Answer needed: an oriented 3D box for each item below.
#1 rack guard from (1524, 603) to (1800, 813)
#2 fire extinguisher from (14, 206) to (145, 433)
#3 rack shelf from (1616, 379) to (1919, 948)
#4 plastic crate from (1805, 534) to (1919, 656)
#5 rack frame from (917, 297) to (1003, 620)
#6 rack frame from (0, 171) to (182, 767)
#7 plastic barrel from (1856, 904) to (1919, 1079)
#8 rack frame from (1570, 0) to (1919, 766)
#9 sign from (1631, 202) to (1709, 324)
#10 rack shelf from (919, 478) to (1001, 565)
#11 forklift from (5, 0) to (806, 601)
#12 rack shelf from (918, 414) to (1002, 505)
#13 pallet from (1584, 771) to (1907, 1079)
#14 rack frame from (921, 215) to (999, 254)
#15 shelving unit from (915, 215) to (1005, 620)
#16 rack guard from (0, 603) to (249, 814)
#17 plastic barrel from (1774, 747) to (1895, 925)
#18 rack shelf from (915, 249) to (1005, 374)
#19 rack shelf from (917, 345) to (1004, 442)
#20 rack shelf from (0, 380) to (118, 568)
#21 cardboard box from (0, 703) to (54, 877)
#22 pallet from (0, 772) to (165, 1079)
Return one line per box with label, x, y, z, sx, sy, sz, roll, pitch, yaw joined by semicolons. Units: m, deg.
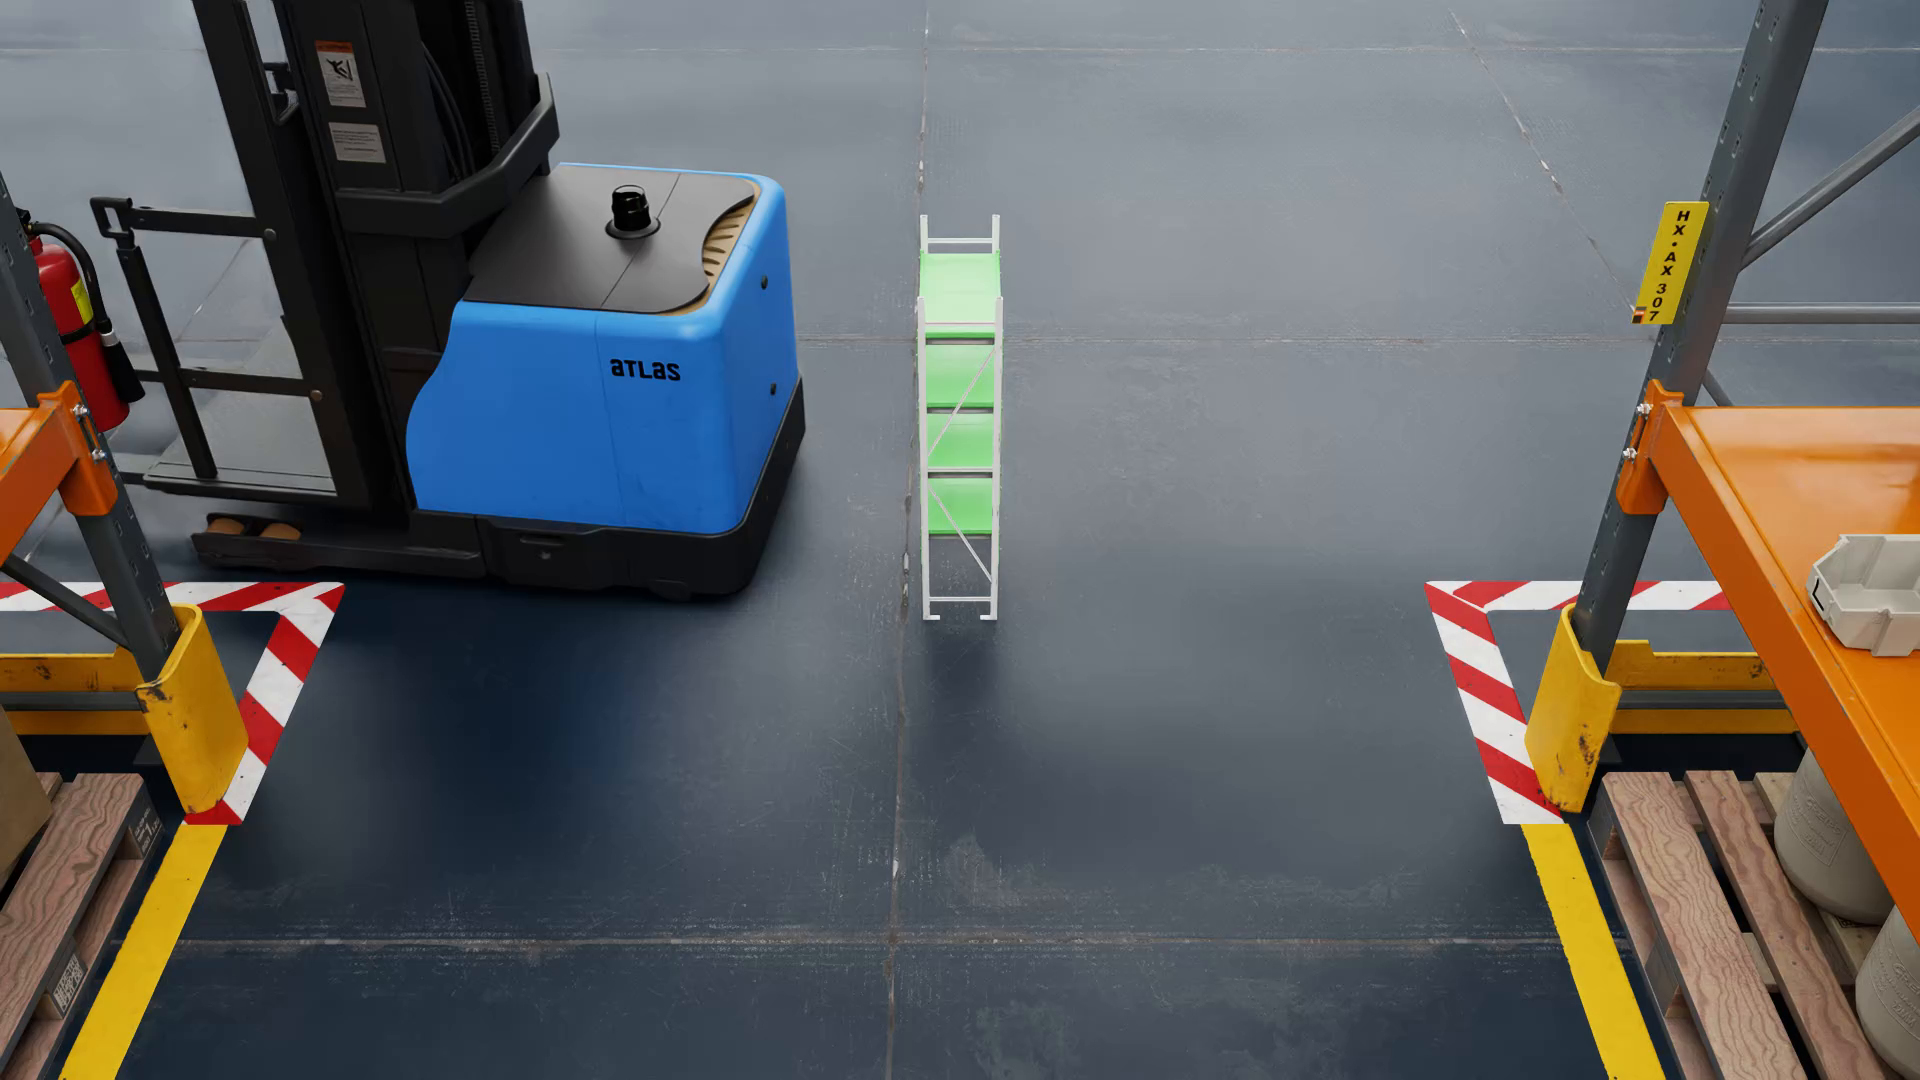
rack guard;2.280;0.480;4.752;1.175;0.500;0.348;0;39;0
fire extinguisher;-2.259;-0.581;4.139;0.296;0.674;0.183;0;39;0
rack shelf;2.235;0.988;2.694;1.077;0.370;4.000;0;39;0
plastic crate;1.912;0.119;3.413;0.298;0.136;0.250;0;39;0
rack frame;0.000;-0.212;5.055;0.240;1.200;0.015;0;39;0
rack frame;-2.720;-0.540;4.025;1.000;3.000;0.127;0;39;0
plastic barrel;2.311;0.989;3.771;0.421;0.512;0.421;0;39;0
rack frame;2.233;-0.543;4.029;1.000;3.000;0.127;0;39;0
sign;1.683;-0.654;3.946;0.100;0.325;0.005;0;39;0
rack shelf;0.000;-0.128;5.436;0.258;0.148;0.480;0;39;0
forklift;-2.129;-1.356;5.098;3.031;2.935;1.130;5;39;6
rack shelf;0.000;-0.315;5.286;0.258;0.148;0.480;0;39;0
pallet;2.276;1.100;4.208;1.003;0.211;1.213;0;39;0
rack frame;0.000;-0.517;5.436;0.240;1.200;0.015;0;39;0
shelving unit;0.000;-0.365;5.246;0.258;1.200;0.503;0;39;0
rack guard;-2.720;0.483;4.747;1.175;0.500;0.348;0;39;0
plastic barrel;2.310;0.675;4.162;0.421;0.512;0.421;0;39;0
rack shelf;0.000;-0.689;4.985;0.258;0.148;0.480;0;39;0
rack shelf;0.000;-0.502;5.135;0.258;0.148;0.480;0;39;0
rack shelf;-2.717;0.992;2.689;1.077;0.370;4.000;0;39;0
cardboard box;-2.736;0.662;4.188;0.500;0.500;0.500;7;39;8
pallet;-2.754;1.104;4.204;1.003;0.211;1.213;0;39;0
